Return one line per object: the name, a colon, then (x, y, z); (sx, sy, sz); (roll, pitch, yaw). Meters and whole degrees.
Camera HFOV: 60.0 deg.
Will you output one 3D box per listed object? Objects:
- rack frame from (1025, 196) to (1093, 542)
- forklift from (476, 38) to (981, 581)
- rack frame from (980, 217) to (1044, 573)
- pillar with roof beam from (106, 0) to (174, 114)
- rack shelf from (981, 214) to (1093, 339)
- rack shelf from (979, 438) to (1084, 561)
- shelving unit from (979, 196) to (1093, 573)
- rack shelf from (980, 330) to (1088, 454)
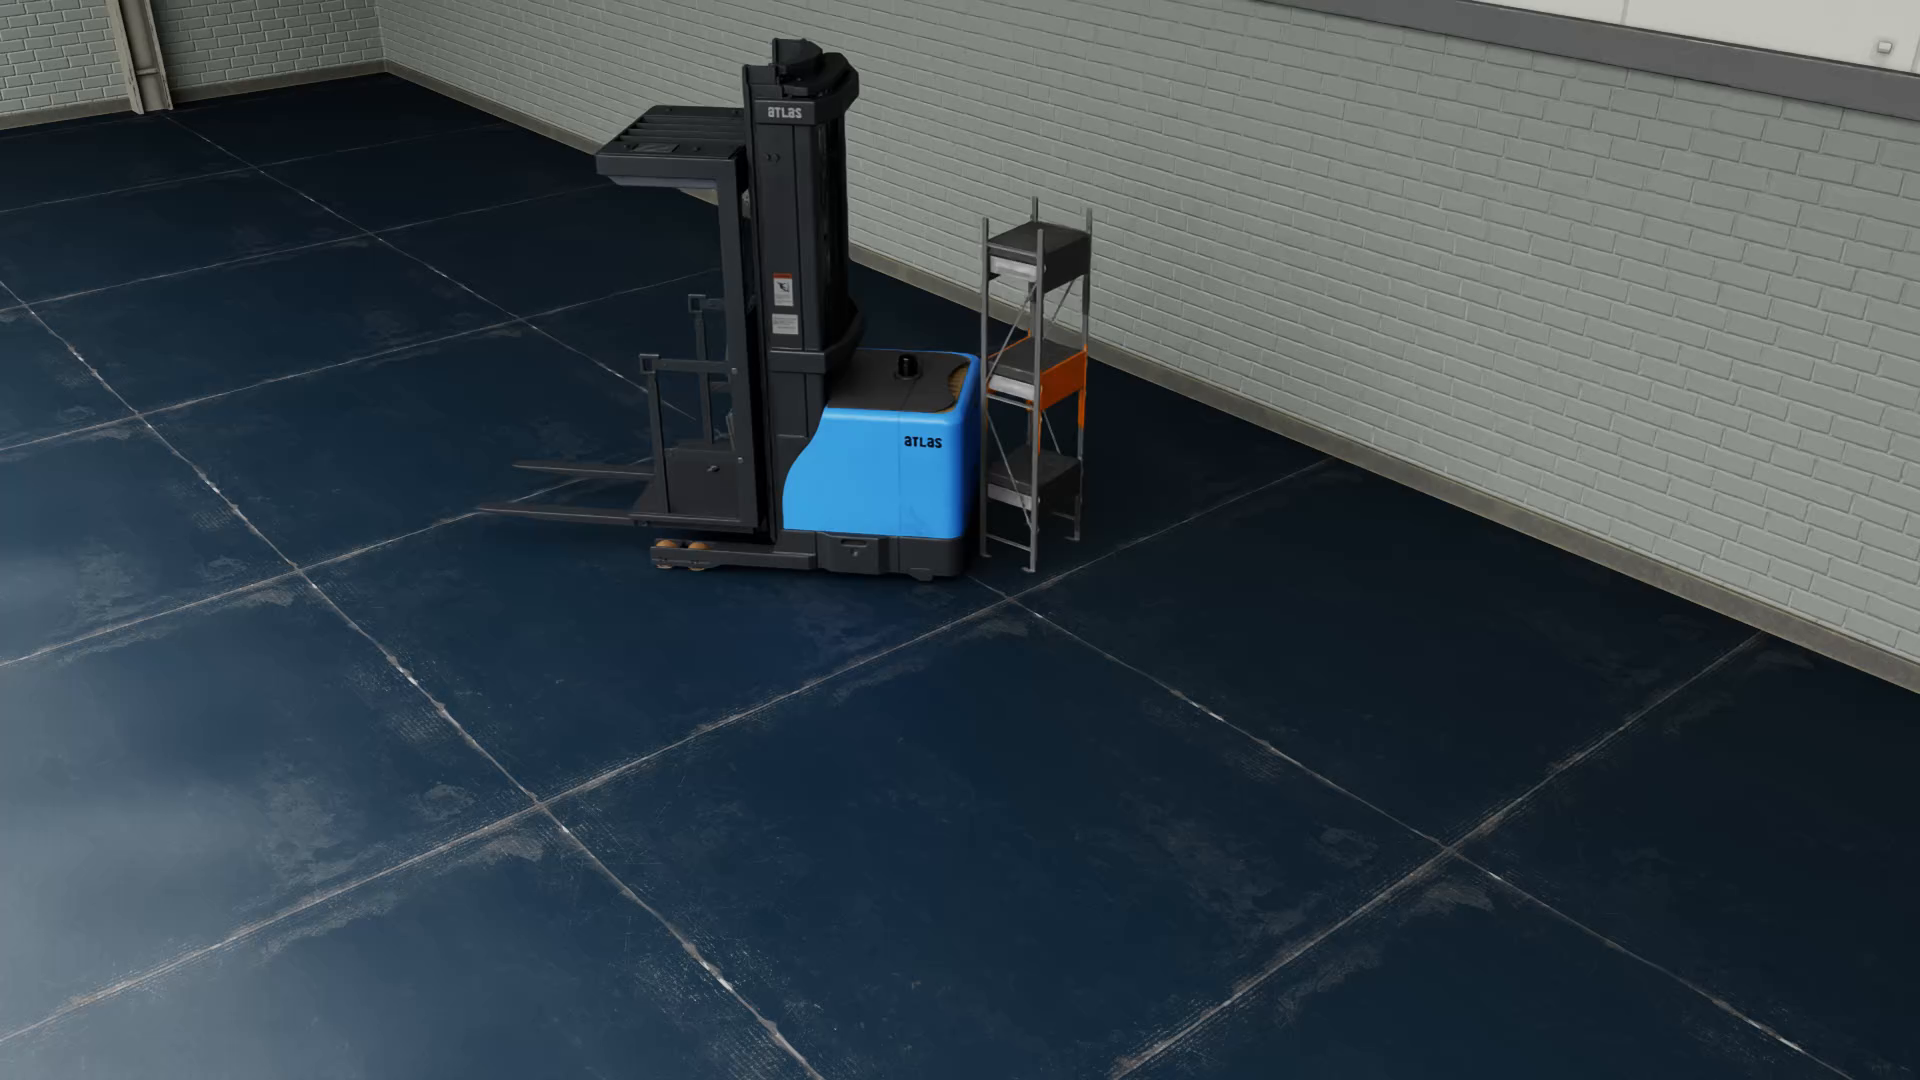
rack frame: (0.574, -0.971, 9.840); (0.400, 2.100, 0.015); (19, 34, 31)
forklift: (-1.409, -1.350, 9.667); (3.031, 2.935, 1.130); (4, 28, 7)
rack frame: (0.286, -0.786, 9.492); (0.400, 2.100, 0.015); (19, 34, 31)
pillar with roof beam: (-6.863, -7.578, 14.882); (0.400, 9.000, 9.100); (-22, 35, -35)
rack shelf: (0.430, -1.484, 9.343); (0.431, 0.518, 0.480); (19, 34, 31)
rack shelf: (0.430, -0.249, 10.002); (0.431, 0.518, 0.480); (19, 34, 31)
shelving unit: (0.430, -0.878, 9.666); (0.431, 2.100, 0.503); (19, 34, 31)
rack shelf: (0.430, -0.866, 9.673); (0.431, 0.518, 0.480); (19, 34, 31)
